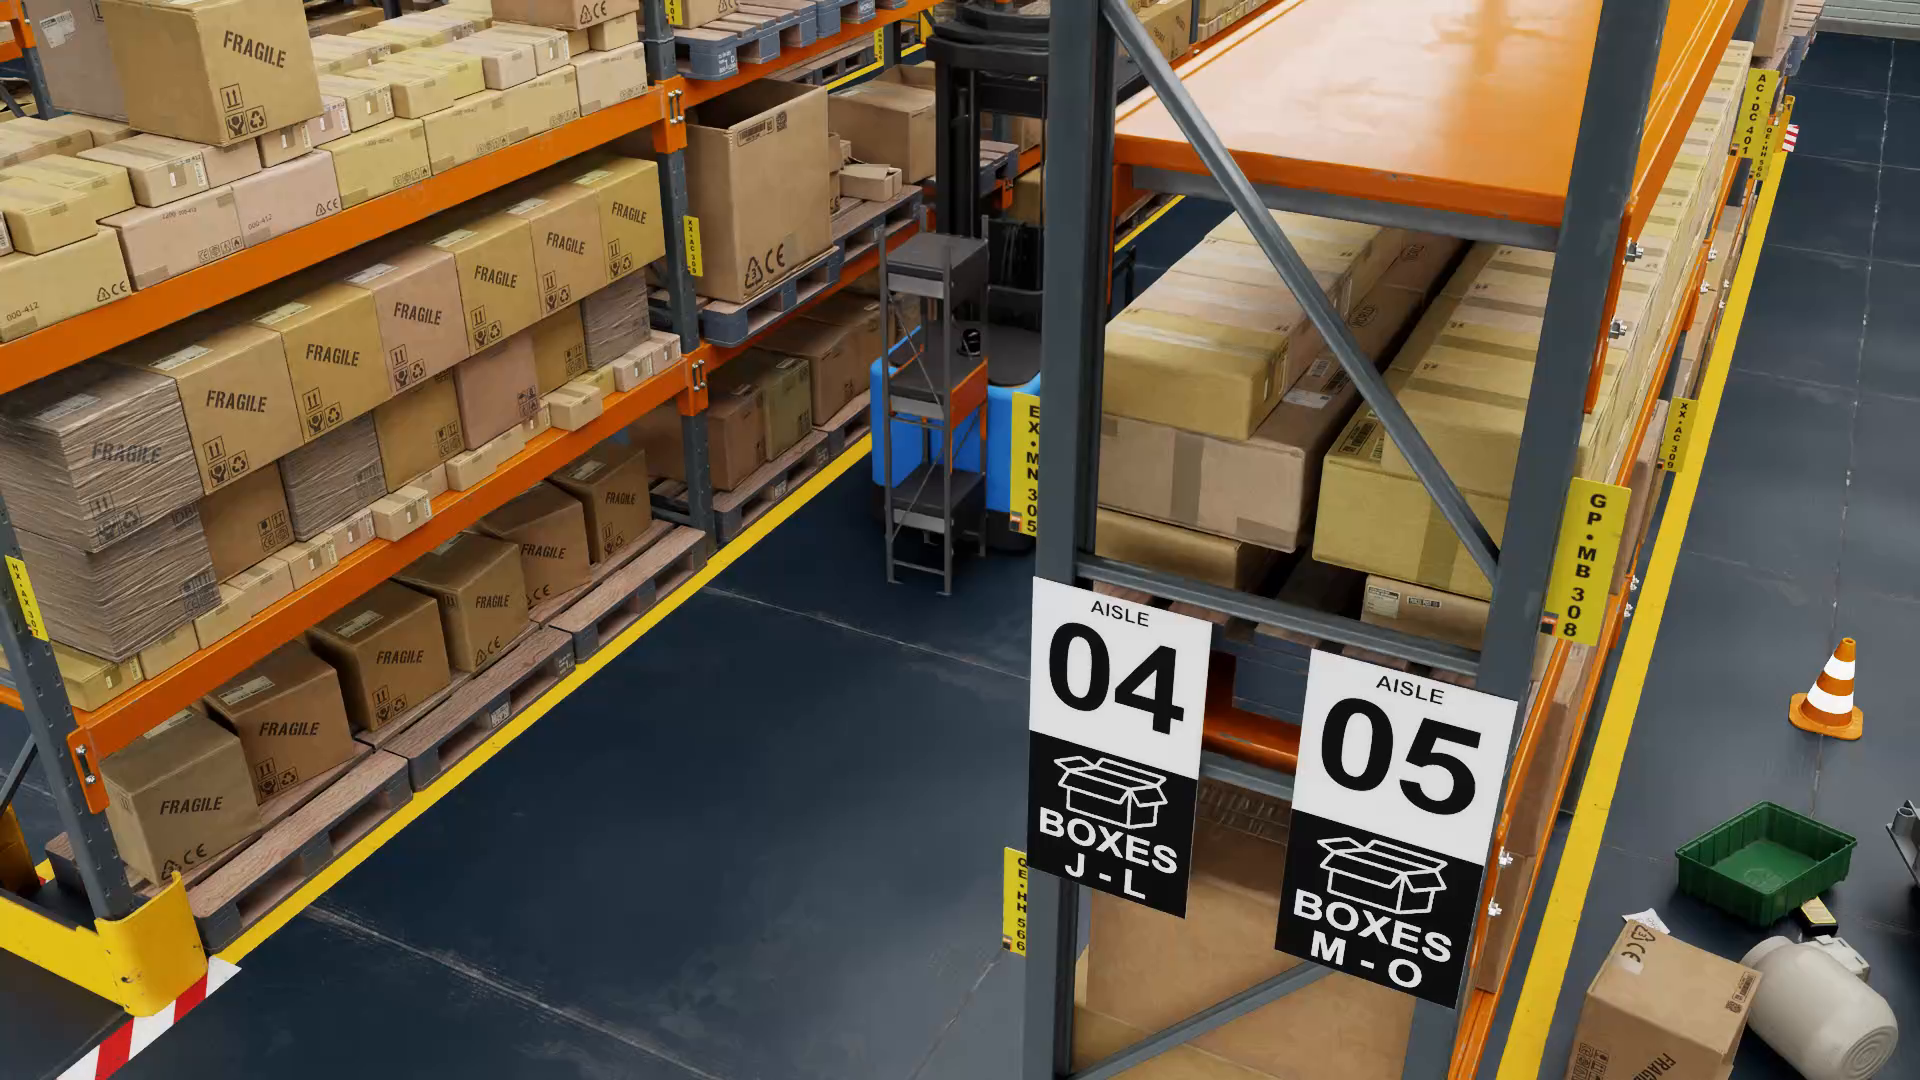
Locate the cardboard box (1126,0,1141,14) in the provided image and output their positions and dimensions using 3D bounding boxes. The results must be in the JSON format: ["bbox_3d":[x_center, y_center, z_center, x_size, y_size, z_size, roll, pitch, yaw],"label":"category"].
[{"bbox_3d":[1.120,-4.754,14.199,0.797,0.503,0.637,15,33,24],"label":"cardboard box"}]

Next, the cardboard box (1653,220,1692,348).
[{"bbox_3d":[1.767,-0.790,4.721,0.500,0.250,0.500,14,33,23],"label":"cardboard box"}]

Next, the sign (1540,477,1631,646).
[{"bbox_3d":[1.121,0.042,2.986,0.100,0.325,0.005,14,33,23],"label":"sign"}]

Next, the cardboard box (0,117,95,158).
[{"bbox_3d":[-3.548,-1.497,6.373,0.380,0.149,0.250,14,33,24],"label":"cardboard box"}]

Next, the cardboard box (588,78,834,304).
[{"bbox_3d":[-1.431,-2.078,9.624,1.000,1.000,1.000,15,33,24],"label":"cardboard box"}]

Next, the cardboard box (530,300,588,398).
[{"bbox_3d":[-2.437,-1.089,8.525,0.875,0.500,0.500,14,33,23],"label":"cardboard box"}]

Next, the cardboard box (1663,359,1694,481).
[{"bbox_3d":[3.160,-0.585,7.947,0.500,0.500,0.500,15,33,24],"label":"cardboard box"}]

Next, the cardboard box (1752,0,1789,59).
[{"bbox_3d":[3.731,-2.654,8.016,0.500,0.500,0.500,14,33,23],"label":"cardboard box"}]

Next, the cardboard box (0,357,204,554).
[{"bbox_3d":[-3.247,-0.330,6.201,0.500,0.500,0.500,14,33,23],"label":"cardboard box"}]

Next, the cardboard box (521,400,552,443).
[{"bbox_3d":[-2.289,-0.622,8.363,0.380,0.149,0.250,14,33,23],"label":"cardboard box"}]

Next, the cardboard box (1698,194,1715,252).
[{"bbox_3d":[2.340,-1.102,5.666,0.380,0.149,0.250,15,33,24],"label":"cardboard box"}]

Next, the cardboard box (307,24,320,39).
[{"bbox_3d":[-7.521,-5.495,18.665,0.500,0.500,0.500,15,33,24],"label":"cardboard box"}]

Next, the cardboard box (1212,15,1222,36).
[{"bbox_3d":[2.277,-4.925,15.858,0.380,0.149,0.250,13,32,22],"label":"cardboard box"}]

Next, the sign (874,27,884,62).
[{"bbox_3d":[-0.591,-3.715,12.336,0.100,0.325,0.005,14,33,23],"label":"sign"}]

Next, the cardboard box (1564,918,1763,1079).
[{"bbox_3d":[2.658,1.858,6.300,0.500,0.500,0.500,21,36,32],"label":"cardboard box"}]

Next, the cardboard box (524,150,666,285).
[{"bbox_3d":[-1.878,-1.660,8.515,0.500,0.500,0.500,14,33,23],"label":"cardboard box"}]

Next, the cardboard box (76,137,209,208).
[{"bbox_3d":[-3.011,-1.358,6.132,0.380,0.149,0.250,16,33,25],"label":"cardboard box"}]

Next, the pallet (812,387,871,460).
[{"bbox_3d":[-1.010,-0.995,11.561,1.003,0.211,1.213,14,33,23],"label":"pallet"}]

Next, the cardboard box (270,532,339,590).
[{"bbox_3d":[-2.924,0.056,7.184,0.380,0.149,0.250,14,33,23],"label":"cardboard box"}]

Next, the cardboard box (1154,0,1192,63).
[{"bbox_3d":[1.757,-4.636,15.001,0.500,0.500,0.500,14,33,23],"label":"cardboard box"}]

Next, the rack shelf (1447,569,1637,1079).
[{"bbox_3d":[1.541,1.053,5.917,1.077,0.370,4.000,14,33,23],"label":"rack shelf"}]

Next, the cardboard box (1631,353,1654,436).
[{"bbox_3d":[1.646,-0.428,4.492,0.380,0.149,0.250,14,33,23],"label":"cardboard box"}]

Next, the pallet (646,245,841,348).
[{"bbox_3d":[-1.440,-1.538,9.900,1.003,0.211,1.213,14,33,23],"label":"pallet"}]

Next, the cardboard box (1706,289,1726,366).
[{"bbox_3d":[5.049,-1.496,11.723,0.500,0.500,0.500,15,33,24],"label":"cardboard box"}]

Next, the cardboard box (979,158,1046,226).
[{"bbox_3d":[0.238,-2.651,13.356,1.225,0.875,0.875,13,32,21],"label":"cardboard box"}]

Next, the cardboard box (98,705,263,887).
[{"bbox_3d":[-3.440,1.086,7.225,0.500,0.500,0.500,21,36,32],"label":"cardboard box"}]

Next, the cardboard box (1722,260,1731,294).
[{"bbox_3d":[5.035,-1.818,11.529,0.500,0.250,0.500,14,33,23],"label":"cardboard box"}]

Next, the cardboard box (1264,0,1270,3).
[{"bbox_3d":[2.983,-5.616,17.061,0.380,0.149,0.250,15,33,24],"label":"cardboard box"}]

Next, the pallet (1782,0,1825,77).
[{"bbox_3d":[4.028,-2.840,9.152,1.213,0.211,1.003,16,33,26],"label":"pallet"}]

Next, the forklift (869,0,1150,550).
[{"bbox_3d":[0.527,-1.925,10.449,1.130,2.935,3.031,13,32,21],"label":"forklift"}]

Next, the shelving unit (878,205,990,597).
[{"bbox_3d":[-0.133,-0.740,9.221,0.431,2.100,0.503,13,32,21],"label":"shelving unit"}]

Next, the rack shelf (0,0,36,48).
[{"bbox_3d":[-7.238,-2.541,9.164,1.077,0.370,4.000,14,33,23],"label":"rack shelf"}]

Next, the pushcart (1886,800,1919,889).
[{"bbox_3d":[4.852,1.575,6.920,1.648,0.377,0.936,4,30,6],"label":"pushcart"}]

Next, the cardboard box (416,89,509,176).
[{"bbox_3d":[-2.367,-1.834,7.360,0.500,0.250,0.500,14,33,23],"label":"cardboard box"}]

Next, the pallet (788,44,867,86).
[{"bbox_3d":[-1.827,-5.654,19.675,1.003,0.211,1.213,14,33,23],"label":"pallet"}]

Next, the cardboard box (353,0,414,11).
[{"bbox_3d":[-7.083,-6.535,20.476,0.500,0.500,0.500,14,33,23],"label":"cardboard box"}]

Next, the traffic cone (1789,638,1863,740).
[{"bbox_3d":[4.407,0.702,8.353,0.336,0.463,0.334,14,33,23],"label":"traffic cone"}]

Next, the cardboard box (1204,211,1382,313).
[{"bbox_3d":[0.829,-0.701,4.166,0.380,0.149,0.250,15,33,24],"label":"cardboard box"}]

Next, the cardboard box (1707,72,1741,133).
[{"bbox_3d":[2.339,-1.451,5.473,0.380,0.149,0.250,14,33,23],"label":"cardboard box"}]

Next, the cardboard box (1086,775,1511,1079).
[{"bbox_3d":[0.833,0.939,4.159,0.875,0.550,0.550,14,33,23],"label":"cardboard box"}]

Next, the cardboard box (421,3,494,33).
[{"bbox_3d":[-2.401,-2.517,8.149,0.380,0.149,0.250,13,32,21],"label":"cardboard box"}]

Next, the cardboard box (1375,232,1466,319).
[{"bbox_3d":[1.062,-0.687,4.542,0.500,0.250,0.500,14,33,23],"label":"cardboard box"}]

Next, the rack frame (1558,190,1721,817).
[{"bbox_3d":[2.452,-0.146,7.282,1.000,3.000,0.127,14,33,23],"label":"rack frame"}]

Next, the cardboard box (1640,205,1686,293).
[{"bbox_3d":[1.645,-0.775,4.294,0.380,0.149,0.250,14,33,23],"label":"cardboard box"}]

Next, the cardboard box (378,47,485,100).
[{"bbox_3d":[-2.335,-2.060,7.354,0.380,0.149,0.250,16,33,25],"label":"cardboard box"}]

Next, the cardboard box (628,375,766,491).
[{"bbox_3d":[-1.619,-0.690,10.298,0.700,0.500,0.500,12,32,20],"label":"cardboard box"}]

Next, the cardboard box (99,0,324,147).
[{"bbox_3d":[-2.823,-1.829,6.300,0.500,0.500,0.500,14,33,23],"label":"cardboard box"}]

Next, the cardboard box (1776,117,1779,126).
[{"bbox_3d":[7.485,-3.903,15.669,0.380,0.149,0.250,16,33,25],"label":"cardboard box"}]

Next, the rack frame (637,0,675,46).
[{"bbox_3d":[-1.918,-3.917,7.826,1.000,3.000,0.127,14,33,23],"label":"rack frame"}]
